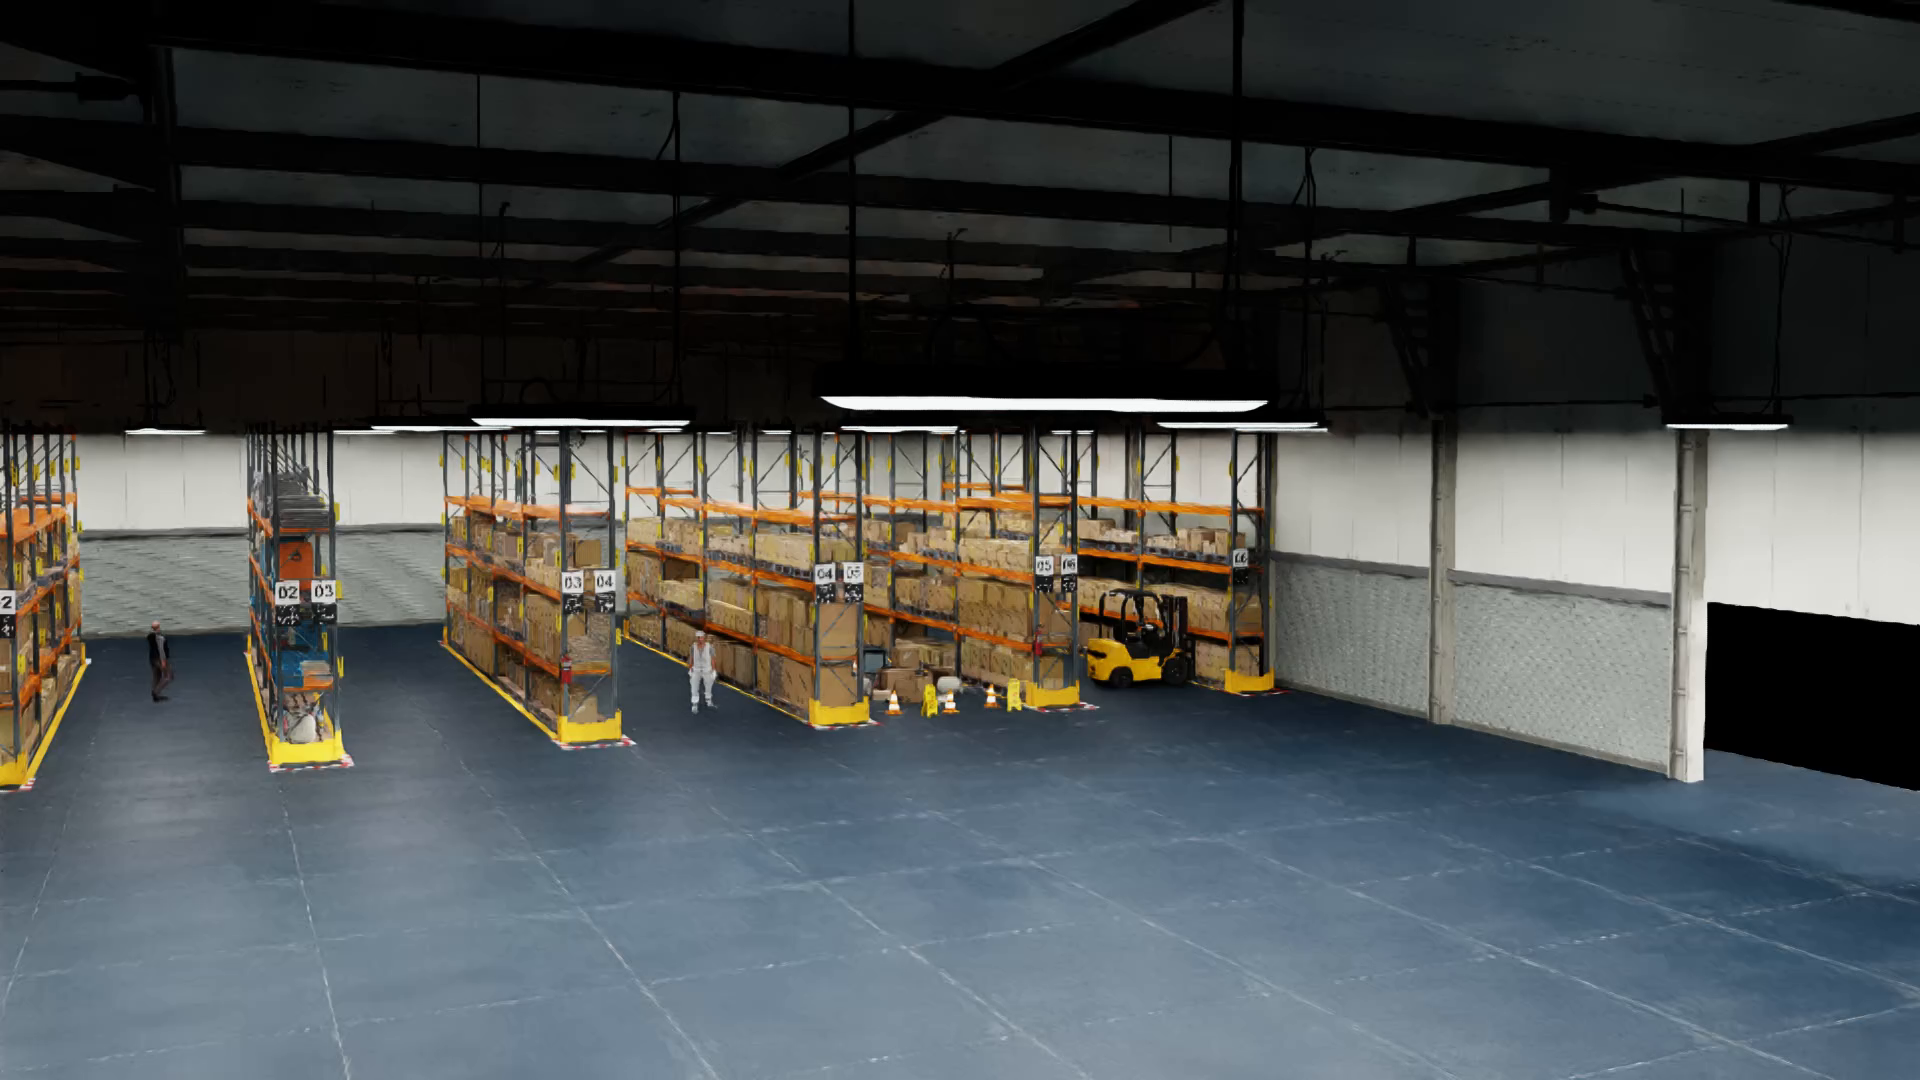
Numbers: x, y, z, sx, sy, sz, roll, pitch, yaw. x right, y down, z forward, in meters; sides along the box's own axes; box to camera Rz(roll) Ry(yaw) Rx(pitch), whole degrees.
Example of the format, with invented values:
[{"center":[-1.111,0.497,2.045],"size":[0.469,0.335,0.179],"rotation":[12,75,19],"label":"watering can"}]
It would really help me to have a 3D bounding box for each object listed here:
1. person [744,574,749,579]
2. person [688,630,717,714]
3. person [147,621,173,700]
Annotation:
[{"center":[-6.804,1.669,51.551],"size":[0.494,1.665,0.639],"rotation":[2,4,25],"label":"person"},{"center":[-5.341,2.710,34.468],"size":[0.596,1.735,0.987],"rotation":[0,4,-4],"label":"person"},{"center":[-17.379,2.609,36.039],"size":[0.569,1.720,0.447],"rotation":[3,5,38],"label":"person"}]
